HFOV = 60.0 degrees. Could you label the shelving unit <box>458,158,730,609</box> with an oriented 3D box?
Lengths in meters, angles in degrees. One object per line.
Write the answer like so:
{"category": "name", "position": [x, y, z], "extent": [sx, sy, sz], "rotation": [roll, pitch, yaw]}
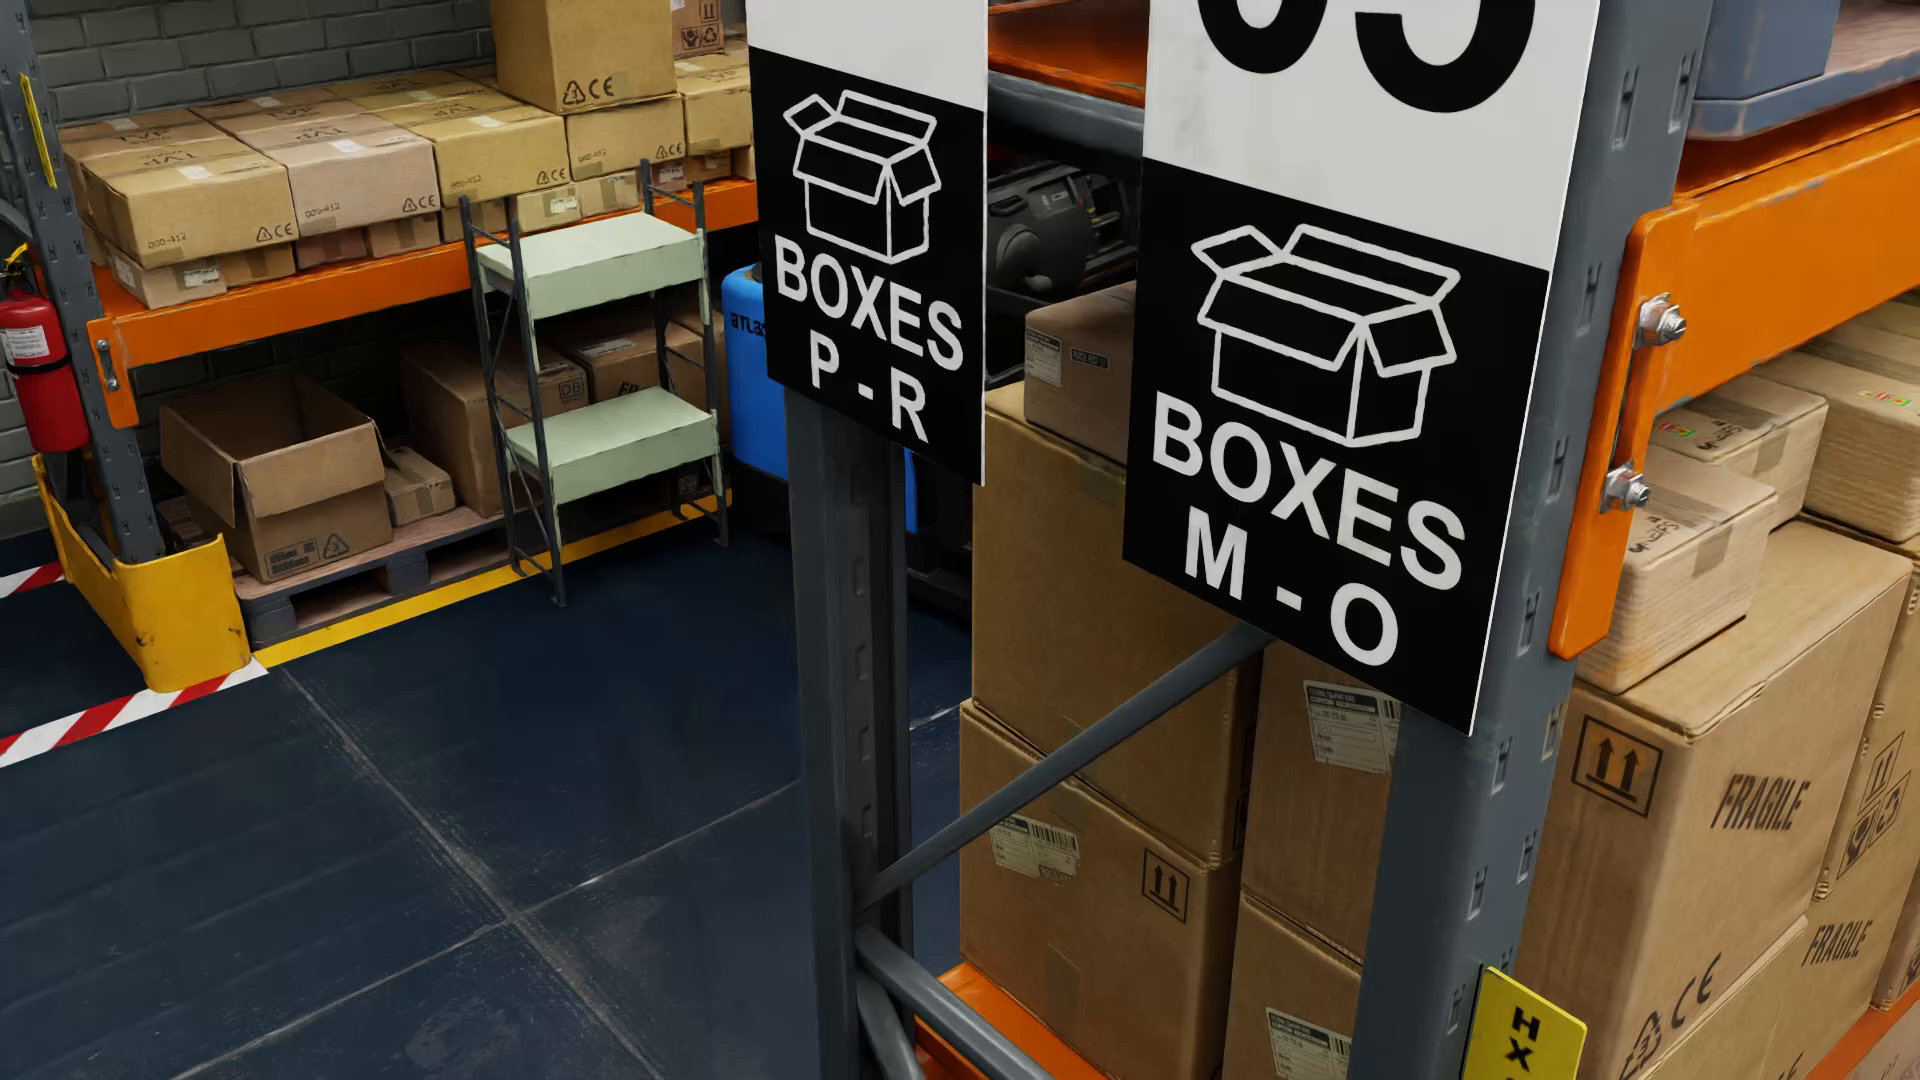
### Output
{"category": "shelving unit", "position": [-1.344, -0.589, 6.261], "extent": [0.755, 1.500, 0.431], "rotation": [-22, 35, -35]}

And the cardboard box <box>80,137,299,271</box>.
{"category": "cardboard box", "position": [-2.552, -1.124, 5.515], "extent": [0.500, 0.250, 0.500], "rotation": [-22, 35, -35]}

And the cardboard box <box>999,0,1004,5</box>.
{"category": "cardboard box", "position": [0.484, -2.538, 7.765], "extent": [0.500, 0.500, 0.700], "rotation": [-21, 35, -34]}

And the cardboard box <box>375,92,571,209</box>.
{"category": "cardboard box", "position": [-1.785, -1.435, 6.096], "extent": [0.500, 0.250, 0.500], "rotation": [-23, 36, -36]}

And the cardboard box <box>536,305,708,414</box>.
{"category": "cardboard box", "position": [-1.403, -0.626, 6.946], "extent": [0.500, 0.500, 0.500], "rotation": [-21, 35, -34]}

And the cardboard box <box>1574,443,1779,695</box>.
{"category": "cardboard box", "position": [0.602, -0.019, 1.748], "extent": [0.250, 0.149, 0.380], "rotation": [-21, 35, -34]}

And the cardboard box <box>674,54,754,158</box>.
{"category": "cardboard box", "position": [-1.018, -1.756, 6.697], "extent": [0.500, 0.250, 0.500], "rotation": [-22, 35, -35]}

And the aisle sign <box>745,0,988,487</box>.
{"category": "aisle sign", "position": [-0.104, -0.474, 1.697], "extent": [0.004, 0.787, 0.394], "rotation": [-22, 35, -35]}

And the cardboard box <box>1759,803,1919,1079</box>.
{"category": "cardboard box", "position": [1.070, 0.509, 2.509], "extent": [0.500, 0.500, 0.500], "rotation": [-22, 35, -36]}

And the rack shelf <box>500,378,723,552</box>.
{"category": "rack shelf", "position": [-1.344, -0.302, 6.415], "extent": [0.720, 0.370, 0.431], "rotation": [-22, 35, -35]}

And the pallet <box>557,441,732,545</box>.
{"category": "pallet", "position": [-1.481, -0.426, 7.323], "extent": [1.213, 0.211, 1.003], "rotation": [-22, 35, -35]}

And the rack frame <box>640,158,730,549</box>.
{"category": "rack frame", "position": [-1.066, -0.701, 6.471], "extent": [0.023, 1.500, 0.400], "rotation": [-22, 35, -35]}

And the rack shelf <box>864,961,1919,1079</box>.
{"category": "rack shelf", "position": [1.674, 0.467, 3.457], "extent": [4.000, 0.370, 1.077], "rotation": [-22, 35, -35]}

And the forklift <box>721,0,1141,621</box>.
{"category": "forklift", "position": [0.510, -1.086, 5.673], "extent": [3.031, 2.935, 1.130], "rotation": [22, 35, 35]}

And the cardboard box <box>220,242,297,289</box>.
{"category": "cardboard box", "position": [-2.481, -1.003, 5.711], "extent": [0.250, 0.149, 0.380], "rotation": [-21, 35, -34]}

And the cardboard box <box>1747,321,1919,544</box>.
{"category": "cardboard box", "position": [1.027, -0.163, 2.018], "extent": [0.250, 0.149, 0.380], "rotation": [-21, 34, -33]}

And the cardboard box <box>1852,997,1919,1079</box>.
{"category": "cardboard box", "position": [1.967, 0.910, 4.137], "extent": [0.875, 0.438, 0.875], "rotation": [-23, 36, -36]}

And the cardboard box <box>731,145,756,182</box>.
{"category": "cardboard box", "position": [-0.867, -1.608, 6.842], "extent": [0.250, 0.149, 0.380], "rotation": [-22, 35, -36]}

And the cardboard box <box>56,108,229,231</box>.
{"category": "cardboard box", "position": [-2.895, -1.318, 5.877], "extent": [0.500, 0.250, 0.500], "rotation": [-21, 34, -34]}

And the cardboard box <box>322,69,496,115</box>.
{"category": "cardboard box", "position": [-2.122, -1.625, 6.452], "extent": [0.500, 0.250, 0.500], "rotation": [-21, 34, -33]}

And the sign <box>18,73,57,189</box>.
{"category": "sign", "position": [-2.720, -1.204, 4.903], "extent": [0.005, 0.325, 0.100], "rotation": [-22, 35, -35]}

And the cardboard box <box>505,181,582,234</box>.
{"category": "cardboard box", "position": [-1.632, -1.285, 6.238], "extent": [0.250, 0.149, 0.380], "rotation": [-23, 36, -36]}

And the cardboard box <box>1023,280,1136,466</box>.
{"category": "cardboard box", "position": [0.295, -0.191, 2.070], "extent": [0.250, 0.149, 0.380], "rotation": [-21, 35, -34]}

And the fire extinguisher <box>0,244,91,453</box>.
{"category": "fire extinguisher", "position": [-2.884, -0.608, 5.183], "extent": [0.183, 0.674, 0.296], "rotation": [-22, 35, -35]}

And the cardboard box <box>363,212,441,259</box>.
{"category": "cardboard box", "position": [-2.071, -1.151, 5.988], "extent": [0.250, 0.149, 0.380], "rotation": [-21, 34, -33]}

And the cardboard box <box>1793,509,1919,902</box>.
{"category": "cardboard box", "position": [1.091, 0.071, 2.267], "extent": [0.500, 0.500, 0.500], "rotation": [-23, 36, -36]}

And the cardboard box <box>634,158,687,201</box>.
{"category": "cardboard box", "position": [-1.293, -1.476, 6.596], "extent": [0.250, 0.149, 0.380], "rotation": [-22, 35, -35]}

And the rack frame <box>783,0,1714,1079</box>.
{"category": "rack frame", "position": [0.150, 0.760, 2.145], "extent": [0.053, 2.616, 0.949], "rotation": [-22, 35, -35]}

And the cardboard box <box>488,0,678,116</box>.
{"category": "cardboard box", "position": [-1.411, -1.914, 6.197], "extent": [0.500, 0.500, 0.500], "rotation": [-21, 35, -34]}

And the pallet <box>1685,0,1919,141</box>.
{"category": "pallet", "position": [0.710, -0.753, 1.888], "extent": [1.213, 0.211, 1.003], "rotation": [-22, 35, -35]}

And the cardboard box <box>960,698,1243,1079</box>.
{"category": "cardboard box", "position": [0.347, 0.475, 2.573], "extent": [0.500, 0.500, 0.500], "rotation": [-22, 35, -35]}

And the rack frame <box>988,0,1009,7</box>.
{"category": "rack frame", "position": [-0.029, -2.241, 7.761], "extent": [0.127, 3.000, 1.000], "rotation": [-22, 35, -35]}

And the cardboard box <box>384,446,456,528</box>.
{"category": "cardboard box", "position": [-2.197, -0.214, 6.547], "extent": [0.250, 0.149, 0.380], "rotation": [-24, 36, -37]}

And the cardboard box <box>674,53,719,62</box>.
{"category": "cardboard box", "position": [-1.352, -1.938, 7.038], "extent": [0.500, 0.250, 0.500], "rotation": [-21, 35, -34]}

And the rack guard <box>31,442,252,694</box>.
{"category": "rack guard", "position": [-3.014, 0.062, 6.103], "extent": [0.348, 0.500, 1.175], "rotation": [-22, 35, -35]}
